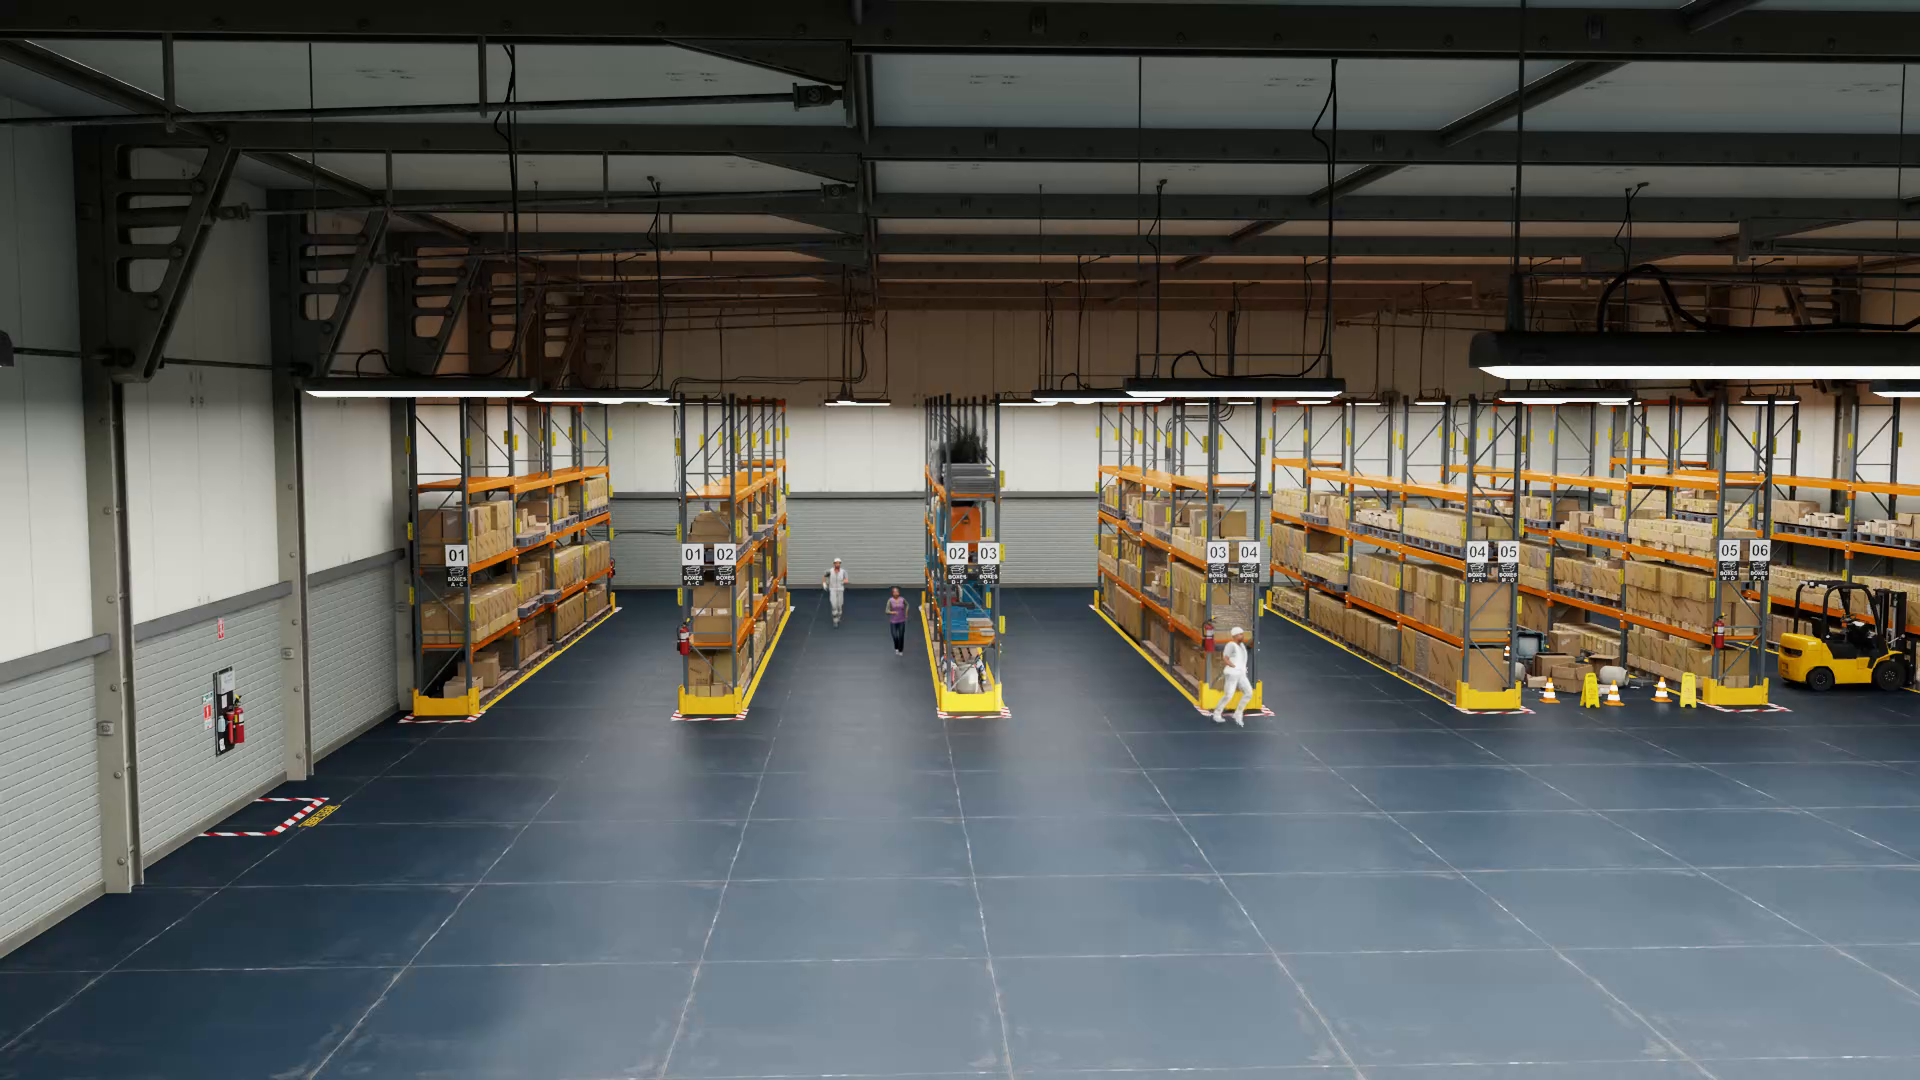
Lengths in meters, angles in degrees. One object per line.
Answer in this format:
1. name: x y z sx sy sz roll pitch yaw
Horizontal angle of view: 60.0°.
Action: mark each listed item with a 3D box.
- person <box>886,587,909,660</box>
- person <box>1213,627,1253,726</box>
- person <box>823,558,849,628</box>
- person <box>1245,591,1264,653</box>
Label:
1. person: -1.387 1.844 36.758 0.510 1.613 0.628 0 5 -1
2. person: 5.000 2.467 30.190 0.664 1.785 0.738 4 6 42
3. person: -3.258 1.381 43.816 0.669 1.816 0.804 -1 5 -12
4. person: 6.838 1.773 39.164 0.638 1.737 0.686 -1 5 -14
